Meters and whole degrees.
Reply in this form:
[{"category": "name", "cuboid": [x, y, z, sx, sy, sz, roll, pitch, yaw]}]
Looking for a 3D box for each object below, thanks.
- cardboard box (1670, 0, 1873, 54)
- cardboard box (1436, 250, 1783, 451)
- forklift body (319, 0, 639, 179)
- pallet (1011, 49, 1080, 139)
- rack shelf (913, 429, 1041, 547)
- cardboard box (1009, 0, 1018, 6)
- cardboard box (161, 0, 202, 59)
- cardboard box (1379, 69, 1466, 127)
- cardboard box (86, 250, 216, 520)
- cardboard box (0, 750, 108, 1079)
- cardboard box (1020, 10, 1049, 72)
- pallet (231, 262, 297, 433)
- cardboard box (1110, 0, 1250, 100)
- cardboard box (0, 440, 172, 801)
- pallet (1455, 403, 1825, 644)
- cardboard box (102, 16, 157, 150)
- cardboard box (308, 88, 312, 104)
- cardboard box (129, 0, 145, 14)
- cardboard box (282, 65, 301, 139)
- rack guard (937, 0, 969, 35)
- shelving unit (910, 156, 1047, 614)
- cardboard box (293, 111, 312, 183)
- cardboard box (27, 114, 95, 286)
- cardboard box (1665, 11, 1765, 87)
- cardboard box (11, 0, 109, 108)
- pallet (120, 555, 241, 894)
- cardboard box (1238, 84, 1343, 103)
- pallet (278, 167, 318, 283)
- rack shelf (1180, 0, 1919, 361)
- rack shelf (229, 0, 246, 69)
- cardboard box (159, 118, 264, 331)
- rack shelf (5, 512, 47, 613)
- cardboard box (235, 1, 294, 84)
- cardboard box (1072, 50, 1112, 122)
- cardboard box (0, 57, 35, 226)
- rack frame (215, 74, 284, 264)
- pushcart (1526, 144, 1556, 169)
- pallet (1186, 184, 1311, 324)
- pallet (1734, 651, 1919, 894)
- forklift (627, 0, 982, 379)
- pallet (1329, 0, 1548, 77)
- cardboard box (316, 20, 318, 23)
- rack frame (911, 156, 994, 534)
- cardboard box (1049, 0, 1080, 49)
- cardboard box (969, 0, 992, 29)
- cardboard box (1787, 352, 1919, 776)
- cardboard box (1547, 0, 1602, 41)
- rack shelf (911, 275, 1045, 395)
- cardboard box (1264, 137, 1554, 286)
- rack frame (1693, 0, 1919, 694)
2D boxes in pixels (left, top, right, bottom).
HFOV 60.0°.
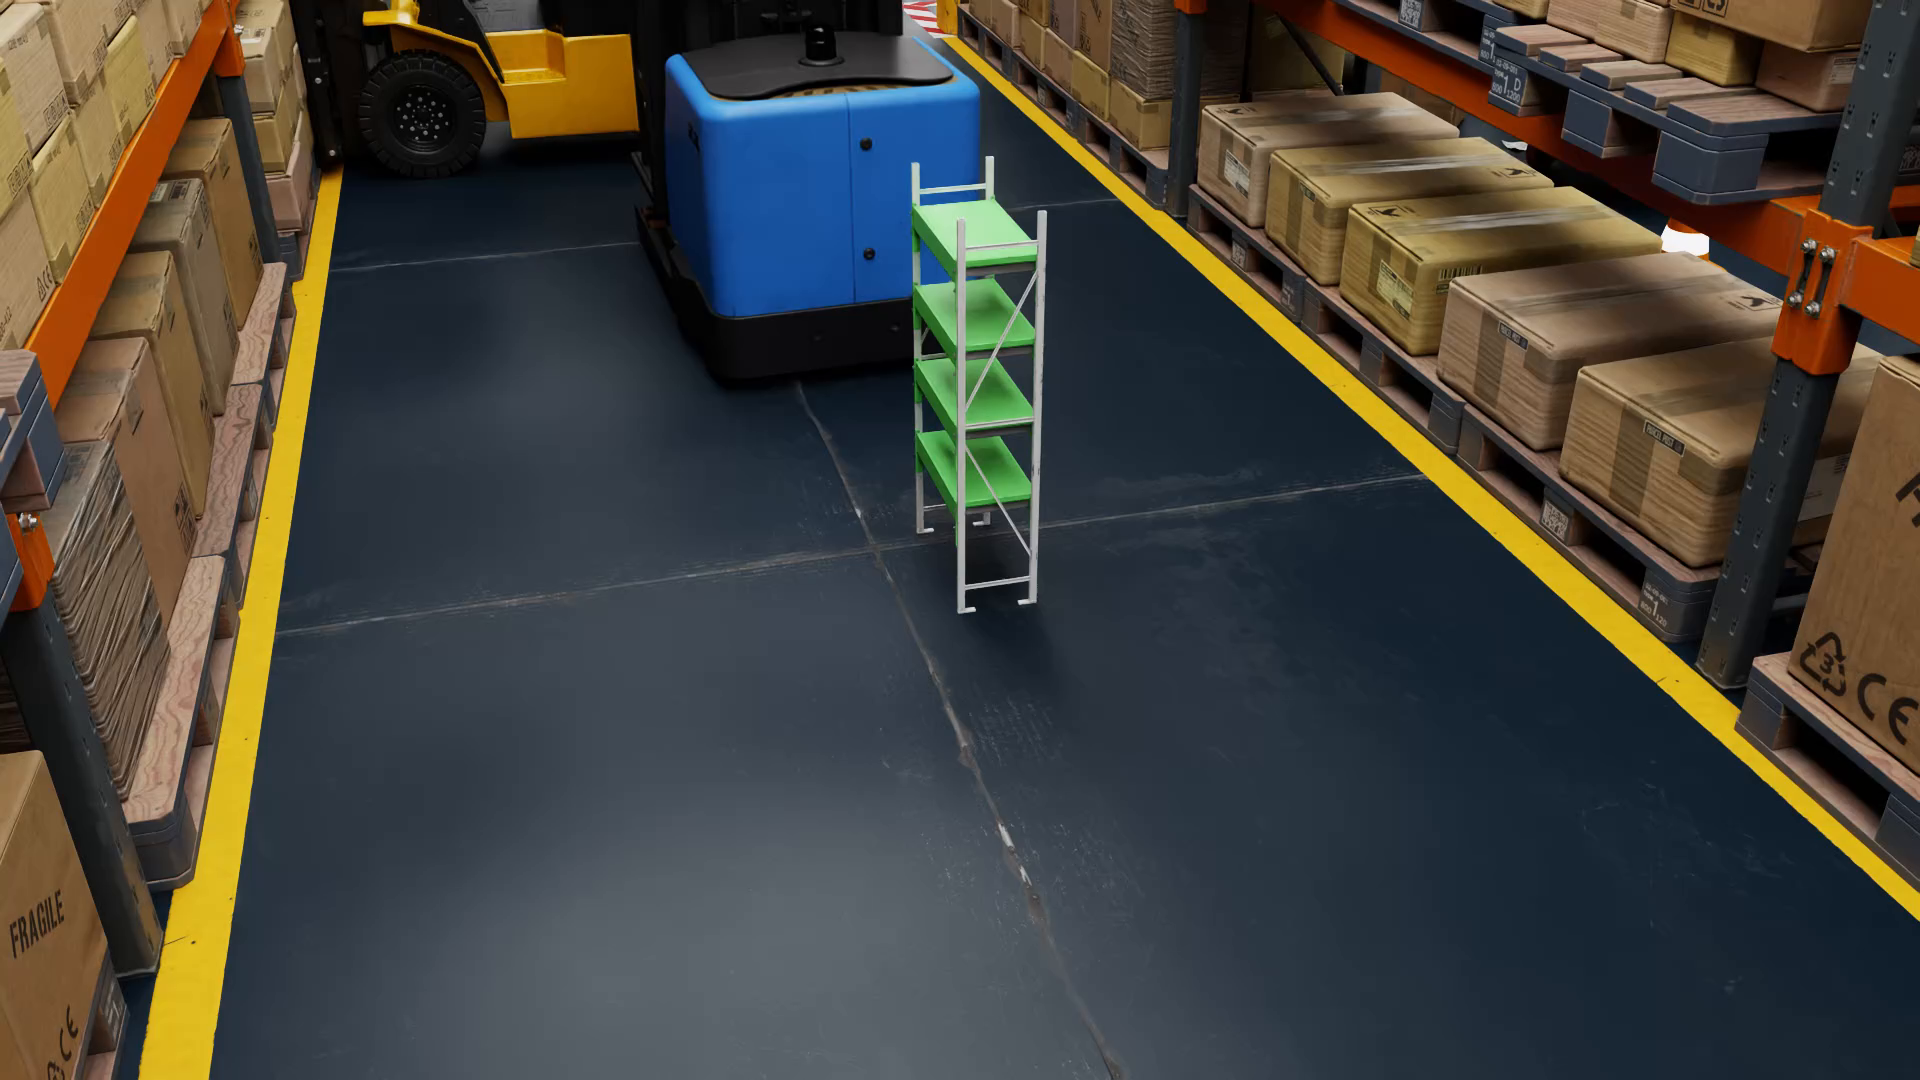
[{"category": "cardboard box", "cuboid": [2.152, -1.513, 4.054, 0.500, 0.500, 0.500, -9, 31, -15]}, {"category": "cardboard box", "cuboid": [2.197, -0.651, 5.584, 0.950, 0.372, 0.625, -8, 31, -14]}, {"category": "forklift body", "cuboid": [-2.105, -3.138, 8.525, 2.313, 2.155, 1.214, -8, 31, -13]}, {"category": "pallet", "cuboid": [0.939, -2.612, 9.552, 1.003, 0.211, 1.213, -8, 31, -13]}, {"category": "rack shelf", "cuboid": [0.044, -0.176, 4.964, 0.258, 0.148, 0.480, -8, 31, -13]}, {"category": "cardboard box", "cuboid": [0.515, -3.467, 9.823, 0.500, 0.500, 0.500, -9, 31, -15]}, {"category": "cardboard box", "cuboid": [-2.781, -1.731, 5.397, 0.500, 0.250, 0.500, -8, 31, -14]}, {"category": "cardboard box", "cuboid": [2.506, -2.526, 9.113, 0.500, 0.500, 0.500, 13, 32, 21]}, {"category": "cardboard box", "cuboid": [-2.756, -0.412, 4.918, 0.875, 0.625, 0.625, -9, 31, -15]}, {"category": "cardboard box", "cuboid": [-1.924, 0.761, 3.018, 0.500, 0.500, 0.500, -7, 31, -12]}, {"category": "cardboard box", "cuboid": [0.650, -2.897, 9.586, 0.500, 0.250, 0.500, -6, 31, -10]}, {"category": "pallet", "cuboid": [-3.072, -0.689, 6.230, 1.003, 0.211, 1.213, -8, 31, -13]}, {"category": "cardboard box", "cuboid": [1.063, -2.475, 8.109, 0.500, 0.500, 0.500, -8, 31, -14]}, {"category": "cardboard box", "cuboid": [-2.396, 0.228, 3.813, 0.875, 0.625, 0.625, -7, 31, -12]}, {"category": "pallet", "cuboid": [2.335, -0.148, 5.294, 1.003, 0.211, 1.213, -8, 31, -13]}, {"category": "cardboard box", "cuboid": [-2.534, -1.239, 4.546, 0.500, 0.250, 0.500, -7, 31, -12]}, {"category": "cardboard box", "cuboid": [-3.532, -2.254, 8.475, 0.500, 0.250, 0.500, -7, 31, -12]}, {"category": "cardboard box", "cuboid": [-2.655, -1.700, 4.844, 0.500, 0.250, 0.500, -7, 31, -12]}, {"category": "cardboard box", "cuboid": [-3.272, -1.973, 7.490, 0.500, 0.250, 0.500, -8, 31, -14]}, {"category": "rack guard", "cuboid": [0.437, -3.722, 11.182, 1.175, 0.500, 0.348, -8, 31, -13]}, {"category": "shelving unit", "cuboid": [0.044, -0.439, 4.811, 0.258, 1.200, 0.503, -8, 31, -13]}, {"category": "cardboard box", "cuboid": [-3.265, -1.760, 7.621, 0.500, 0.250, 0.500, -9, 31, -14]}, {"category": "cardboard box", "cuboid": [-2.255, -0.741, 3.685, 0.500, 0.250, 0.500, -9, 31, -14]}, {"category": "cardboard box", "cuboid": [2.086, -1.297, 4.328, 0.380, 0.149, 0.250, -7, 31, -13]}, {"category": "cardboard box", "cuboid": [-2.379, -1.210, 3.998, 0.500, 0.250, 0.500, -9, 31, -15]}, {"category": "pallet", "cuboid": [-2.425, 0.489, 4.194, 1.003, 0.211, 1.213, -8, 31, -13]}, {"category": "cardboard box", "cuboid": [1.583, -2.221, 8.419, 0.500, 0.250, 0.500, -9, 31, -16]}, {"category": "pallet", "cuboid": [-3.476, -1.430, 7.509, 1.003, 0.211, 1.213, -8, 31, -13]}, {"category": "rack shelf", "cuboid": [2.010, -1.631, 5.792, 1.077, 0.370, 4.000, -8, 31, -13]}, {"category": "rack shelf", "cuboid": [-3.837, -2.902, 7.987, 1.077, 0.370, 4.000, -8, 31, -13]}, {"category": "cardboard box", "cuboid": [-3.156, -1.150, 6.195, 0.875, 0.625, 0.625, -6, 31, -11]}, {"category": "rack shelf", "cuboid": [-1.713, 0.962, 1.311, 1.077, 0.370, 4.000, -8, 31, -13]}, {"category": "cardboard box", "cuboid": [-3.258, -2.195, 7.376, 0.500, 0.250, 0.500, -8, 31, -13]}, {"category": "cardboard box", "cuboid": [0.912, -2.406, 8.738, 0.500, 0.250, 0.500, -9, 31, -15]}, {"category": "cardboard box", "cuboid": [-2.102, -0.717, 3.144, 0.500, 0.250, 0.500, -8, 31, -13]}, {"category": "rack frame", "cuboid": [-3.306, -2.247, 6.138, 1.000, 3.000, 0.127, -8, 31, -13]}, {"category": "pushcart", "cuboid": [3.664, -2.101, 8.503, 1.648, 0.377, 0.936, -20, 35, -30]}, {"category": "pallet", "cuboid": [1.687, -1.326, 7.330, 1.003, 0.211, 1.213, -8, 31, -13]}, {"category": "pallet", "cuboid": [2.677, 0.621, 3.967, 1.003, 0.211, 1.213, -8, 31, -13]}, {"category": "forklift", "cuboid": [-0.846, -2.588, 6.795, 1.130, 2.935, 3.031, -9, 31, -15]}, {"category": "pallet", "cuboid": [1.976, -1.844, 5.634, 1.003, 0.211, 1.213, -8, 31, -13]}, {"category": "cardboard box", "cuboid": [-3.657, -2.703, 8.753, 0.500, 0.250, 0.500, -9, 31, -14]}, {"category": "rack frame", "cuboid": [-0.021, -0.557, 5.015, 0.240, 1.200, 0.015, -8, 31, -13]}, {"category": "cardboard box", "cuboid": [0.790, -2.967, 8.958, 0.500, 0.500, 0.500, -6, 31, -11]}, {"category": "cardboard box", "cuboid": [0.365, -3.406, 10.466, 0.500, 0.250, 0.500, -8, 31, -14]}, {"category": "cardboard box", "cuboid": [2.644, 0.106, 3.775, 0.875, 0.875, 0.875, -8, 31, -14]}, {"category": "cardboard box", "cuboid": [1.917, -1.535, 4.739, 0.380, 0.149, 0.250, -9, 31, -16]}, {"category": "rack shelf", "cuboid": [0.044, -0.592, 4.723, 0.258, 0.148, 0.480, -8, 31, -13]}, {"category": "cardboard box", "cuboid": [1.815, -1.353, 6.798, 0.950, 0.372, 0.625, -6, 31, -10]}, {"category": "rack frame", "cuboid": [2.541, -0.977, 3.943, 1.000, 3.000, 0.127, -8, 31, -13]}]
